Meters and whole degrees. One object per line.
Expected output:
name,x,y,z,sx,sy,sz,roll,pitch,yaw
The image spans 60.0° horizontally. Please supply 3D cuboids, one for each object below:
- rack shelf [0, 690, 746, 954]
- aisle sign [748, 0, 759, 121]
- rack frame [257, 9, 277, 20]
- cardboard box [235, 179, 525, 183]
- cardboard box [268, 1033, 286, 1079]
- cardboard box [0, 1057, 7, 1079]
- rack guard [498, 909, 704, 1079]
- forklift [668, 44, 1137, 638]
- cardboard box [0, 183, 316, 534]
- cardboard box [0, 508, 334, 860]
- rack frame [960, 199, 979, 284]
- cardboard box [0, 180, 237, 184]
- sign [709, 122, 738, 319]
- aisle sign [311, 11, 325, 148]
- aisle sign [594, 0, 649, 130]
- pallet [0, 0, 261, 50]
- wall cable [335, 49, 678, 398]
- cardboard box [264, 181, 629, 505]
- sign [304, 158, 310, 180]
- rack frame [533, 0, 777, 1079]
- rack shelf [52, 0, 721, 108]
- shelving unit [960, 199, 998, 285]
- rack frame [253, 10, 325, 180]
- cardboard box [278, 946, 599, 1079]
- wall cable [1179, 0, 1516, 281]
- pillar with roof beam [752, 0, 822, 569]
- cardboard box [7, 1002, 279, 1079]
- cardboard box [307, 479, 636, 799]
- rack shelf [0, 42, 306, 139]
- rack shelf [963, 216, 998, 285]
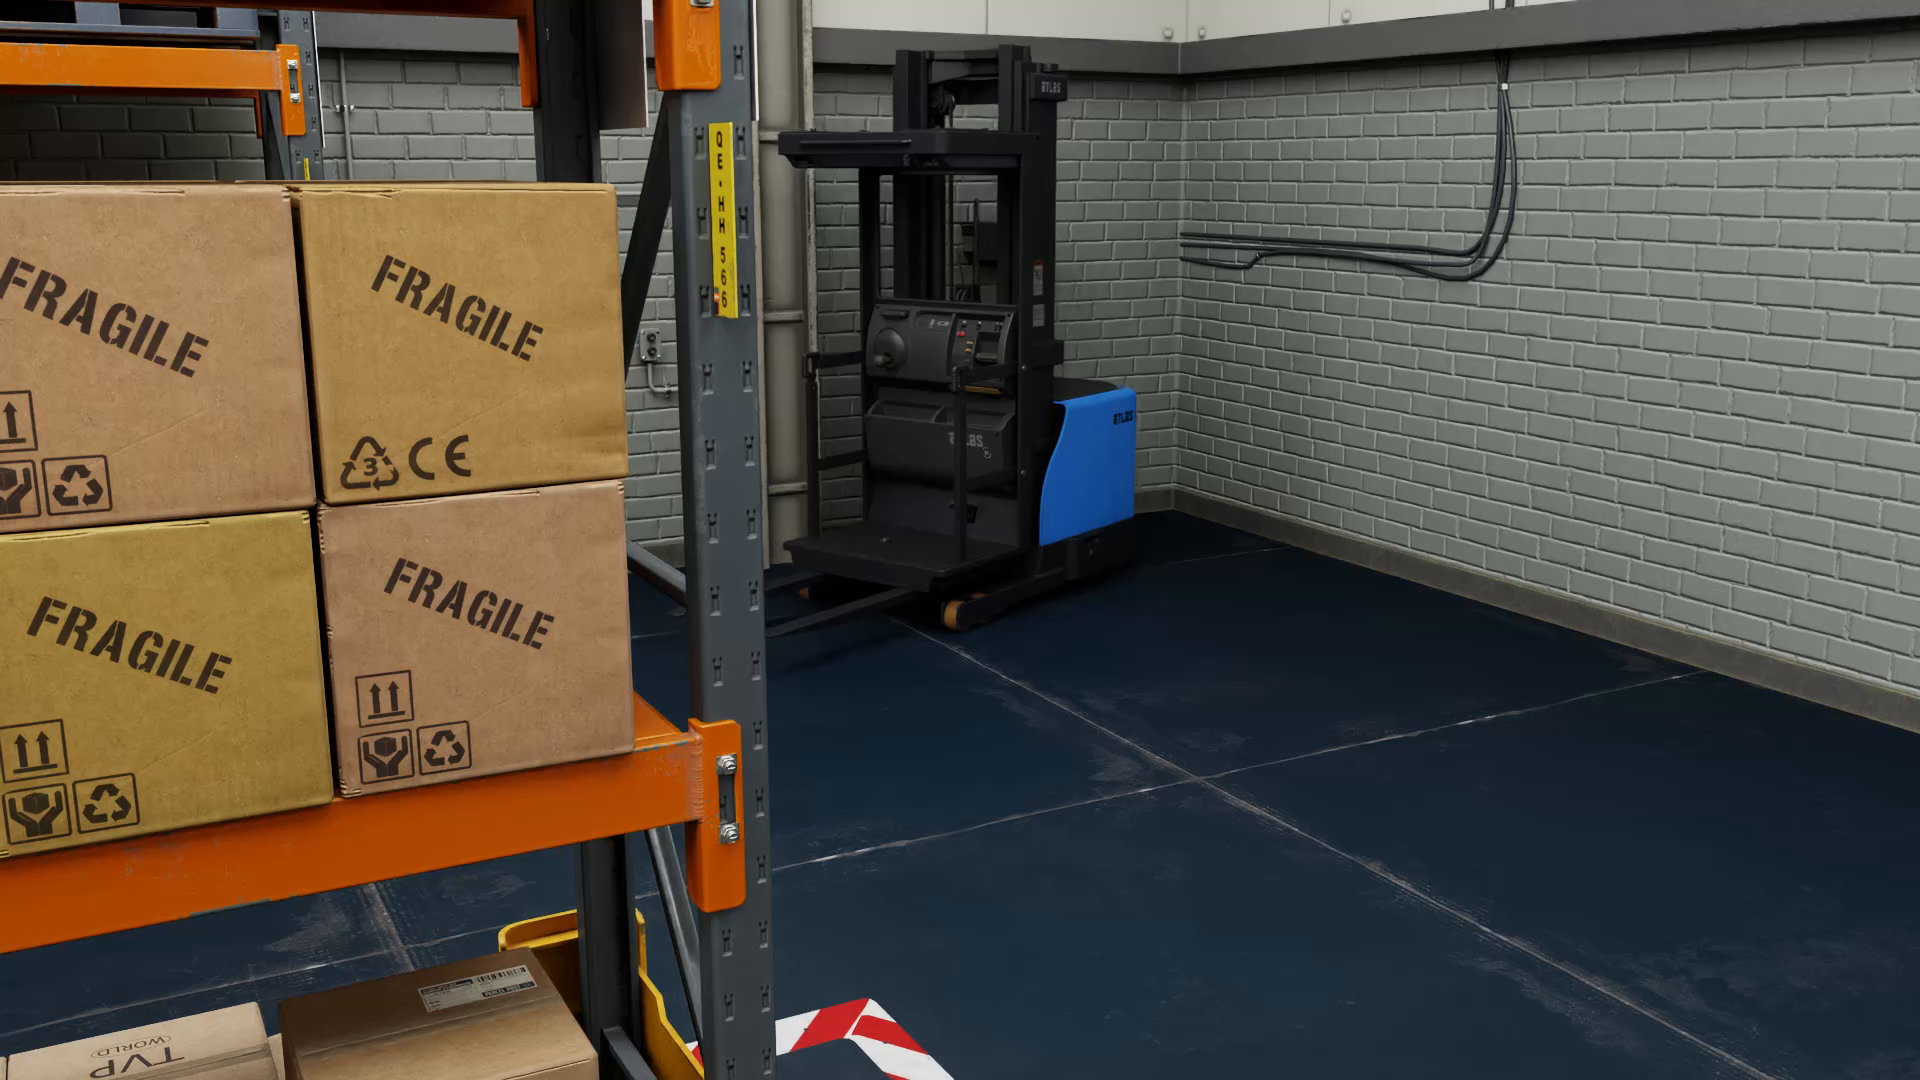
rack shelf,-2.408,0.626,2.632,4.000,0.370,1.077,-7,14,-28
aisle sign,-0.446,-1.151,2.972,0.004,0.787,0.394,-7,14,-28
rack frame,-3.030,-3.816,7.070,0.127,3.000,1.000,-7,14,-28
cardboard box,-1.169,-0.476,3.386,0.500,0.500,0.500,-6,14,-26
cardboard box,-1.404,1.237,3.733,0.250,0.166,0.380,-7,14,-28
cardboard box,-2.144,1.300,3.263,0.500,0.250,0.500,-7,14,-28
rack guard,-0.720,1.293,3.727,0.348,0.500,1.175,-7,14,-28
forklift,-0.238,-1.079,8.726,1.130,2.935,3.031,9,16,36
cardboard box,-1.355,-0.318,2.687,0.500,0.500,0.500,-6,14,-26
cardboard box,-1.369,0.171,2.789,0.500,0.500,0.500,-7,14,-27
rack frame,0.034,-1.055,10.388,0.015,2.100,0.400,-2,10,-17
cardboard box,-1.624,-0.419,3.135,0.500,0.500,0.500,-7,14,-27
sign,-0.405,-0.545,2.842,0.005,0.325,0.100,-7,14,-28
aisle sign,-2.823,-2.107,7.220,0.004,0.787,0.394,-7,14,-28
aisle sign,-0.734,-1.267,3.486,0.004,0.787,0.394,-7,14,-28
pallet,-3.676,-2.229,7.053,1.213,0.211,1.003,-7,14,-28
wall cable,-2.359,-1.702,9.025,1.851,1.984,0.084,-7,14,-28
cardboard box,-0.912,-0.372,2.924,0.500,0.500,0.500,-7,14,-28
sign,-2.782,-1.464,7.104,0.005,0.325,0.100,-7,14,-28
rack frame,-0.654,0.064,3.491,0.053,2.616,0.949,-7,14,-28
rack shelf,-2.408,-0.837,2.303,4.000,0.370,1.077,-7,14,-28
shelving unit,0.267,-1.064,10.460,0.503,2.100,0.431,-2,10,-17
rack frame,-3.030,-0.889,7.728,0.127,3.000,1.000,-7,14,-28
cardboard box,-1.012,1.175,3.249,0.500,0.500,0.500,-7,14,-28
wall cable,2.106,-2.827,9.748,0.112,2.526,3.097,-7,14,-28
pillar with roof beam,0.988,-3.437,5.386,0.400,9.000,9.100,-7,14,-28
cardboard box,-1.705,1.247,3.497,0.500,0.250,0.500,-7,14,-28
cardboard box,-0.916,0.116,3.035,0.500,0.500,0.500,-6,14,-26
rack shelf,-4.785,-1.791,6.543,4.000,0.370,1.077,-7,14,-28
rack shelf,0.276,-1.741,10.344,0.480,0.518,0.431,-2,10,-17
